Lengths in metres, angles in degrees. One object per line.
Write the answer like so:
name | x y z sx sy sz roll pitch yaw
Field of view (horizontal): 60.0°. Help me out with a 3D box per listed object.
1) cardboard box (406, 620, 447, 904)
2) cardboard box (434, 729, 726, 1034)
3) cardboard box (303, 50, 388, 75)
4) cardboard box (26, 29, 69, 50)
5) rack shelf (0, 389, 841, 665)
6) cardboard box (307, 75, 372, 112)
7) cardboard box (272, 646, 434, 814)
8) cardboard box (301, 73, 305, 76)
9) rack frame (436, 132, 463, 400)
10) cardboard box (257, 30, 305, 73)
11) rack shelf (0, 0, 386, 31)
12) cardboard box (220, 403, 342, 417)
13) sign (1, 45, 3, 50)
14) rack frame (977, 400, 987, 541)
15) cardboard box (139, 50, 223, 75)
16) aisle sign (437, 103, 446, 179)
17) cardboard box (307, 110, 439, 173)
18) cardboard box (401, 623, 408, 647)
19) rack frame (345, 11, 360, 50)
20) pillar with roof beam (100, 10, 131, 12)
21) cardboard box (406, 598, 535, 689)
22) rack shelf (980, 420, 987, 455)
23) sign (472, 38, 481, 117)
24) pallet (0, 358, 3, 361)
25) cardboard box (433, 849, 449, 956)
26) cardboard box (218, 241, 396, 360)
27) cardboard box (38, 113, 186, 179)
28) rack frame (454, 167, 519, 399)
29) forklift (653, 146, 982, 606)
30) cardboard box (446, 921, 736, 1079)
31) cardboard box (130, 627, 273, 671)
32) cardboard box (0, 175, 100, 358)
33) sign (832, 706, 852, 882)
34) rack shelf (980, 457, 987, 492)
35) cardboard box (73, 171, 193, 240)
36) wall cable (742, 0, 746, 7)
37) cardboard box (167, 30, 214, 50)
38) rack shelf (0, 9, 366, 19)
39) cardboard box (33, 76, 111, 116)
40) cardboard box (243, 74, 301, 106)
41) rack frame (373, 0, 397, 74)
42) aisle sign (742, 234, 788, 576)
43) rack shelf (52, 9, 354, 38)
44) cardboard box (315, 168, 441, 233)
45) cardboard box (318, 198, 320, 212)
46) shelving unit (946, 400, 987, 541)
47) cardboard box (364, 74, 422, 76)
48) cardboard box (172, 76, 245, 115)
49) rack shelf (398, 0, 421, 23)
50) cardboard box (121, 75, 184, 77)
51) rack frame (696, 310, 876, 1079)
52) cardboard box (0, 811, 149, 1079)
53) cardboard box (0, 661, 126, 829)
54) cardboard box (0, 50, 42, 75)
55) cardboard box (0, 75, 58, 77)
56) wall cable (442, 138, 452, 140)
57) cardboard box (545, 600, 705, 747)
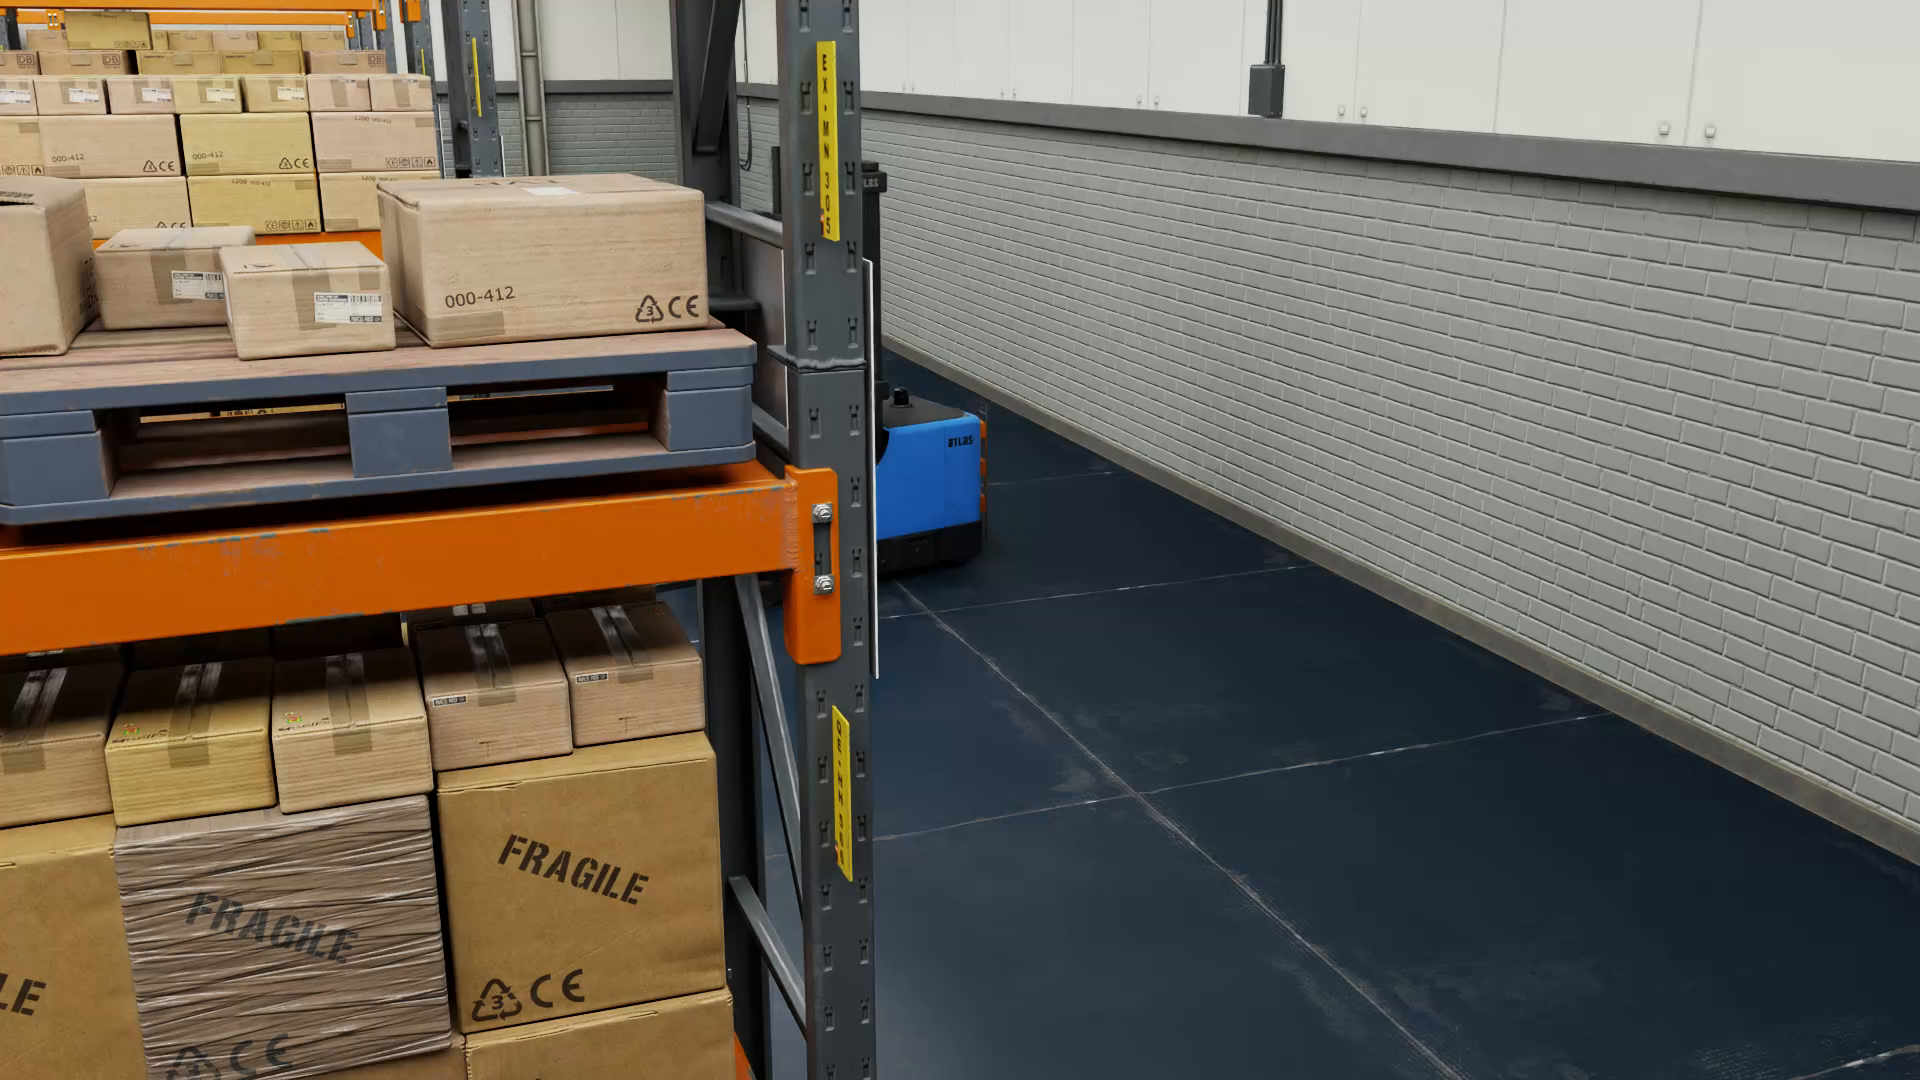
cardboard box | -0.956 0.453 3.781 0.500 0.500 0.500 -7 18 -21
cardboard box | -0.771 0.590 3.312 0.500 0.500 0.500 -6 17 -18
cardboard box | -4.418 -3.271 11.988 0.500 0.500 0.700 -7 18 -23
cardboard box | -10.788 -5.830 19.852 0.500 0.500 0.700 -6 17 -20
rack shelf | -2.273 0.114 2.838 4.000 0.370 1.077 -6 17 -20
cardboard box | -2.734 -1.968 7.325 0.250 0.149 0.380 -6 17 -19
cardboard box | -1.109 0.337 3.024 0.250 0.149 0.380 -6 18 -21
cardboard box | -8.348 -5.645 20.553 0.500 0.250 0.500 -6 17 -20
rack frame | -3.952 -1.601 12.725 0.127 3.000 1.000 -6 17 -20
cardboard box | -8.464 -6.090 20.737 0.500 0.500 0.700 -6 17 -20
rack shelf | -7.592 -5.043 15.788 4.000 0.370 1.077 -6 17 -20
cardboard box | -3.083 -0.793 7.495 0.500 0.500 0.500 -7 18 -22
sign | -11.026 -5.535 19.181 0.005 0.325 0.100 -6 17 -20
rack frame | 0.164 -0.521 12.511 0.008 1.050 0.200 -6 17 -20
cardboard box | -5.452 -3.181 11.682 0.500 0.500 0.700 -7 18 -24
aisle sign | -3.777 -2.776 12.114 0.004 0.787 0.394 -6 17 -20
cardboard box | -2.610 -1.779 7.388 0.500 0.250 0.500 -7 18 -22
cardboard box | -2.882 0.559 8.629 0.250 0.149 0.380 -7 18 -23
rack frame | -9.269 -8.389 25.193 0.127 3.000 1.000 -6 17 -20
pillar with roof beam | -11.120 -7.151 20.978 0.400 9.000 9.100 -6 17 -20
cardboard box | -1.056 0.176 3.572 0.250 0.149 0.380 -6 17 -19
rack shelf | 0.050 -0.771 12.392 0.240 0.259 0.215 -6 17 -20
sign | -2.091 -2.001 7.195 0.005 0.325 0.100 -6 17 -20
pallet | -2.236 -0.188 2.749 1.213 0.211 1.003 -6 17 -20
cardboard box | -0.957 0.932 3.924 0.500 0.500 0.500 -6 18 -21
cardboard box | -1.157 -0.429 2.935 0.250 0.149 0.380 -8 18 -24
cardboard box | -3.567 -1.676 7.038 0.500 0.250 0.500 -6 17 -19
rack frame | -2.271 -0.285 8.246 0.127 3.000 1.000 -6 17 -20
forklift | -1.342 -1.133 11.254 3.031 2.935 1.130 -11 20 -33
cardboard box | -0.761 1.077 3.429 0.500 0.500 0.500 -6 17 -20
cardboard box | -1.579 0.203 3.479 0.250 0.149 0.380 -7 18 -22
cardboard box | -1.821 -0.501 2.893 0.500 0.311 0.500 -6 17 -19
sign | -0.225 0.482 3.158 0.005 0.325 0.100 -6 17 -20
rack shelf | 0.050 -0.499 12.472 0.240 0.259 0.215 -6 17 -20
cardboard box | -3.543 -1.437 7.111 0.500 0.250 0.500 -5 17 -18
wall cable | -2.892 -9.086 24.117 0.112 2.526 3.097 -6 17 -20
cardboard box | -9.393 -5.986 20.382 0.500 0.500 0.700 -6 17 -20
rack shelf | -9.361 -6.537 20.172 4.000 0.370 1.077 -6 17 -20
cardboard box | -3.684 -1.852 6.929 0.250 0.149 0.380 -6 17 -19
cardboard box | -3.179 -2.082 7.712 0.250 0.149 0.380 -6 17 -20
rack frame | -5.724 -5.782 16.317 0.127 3.000 1.000 -6 17 -20
aisle sign | -0.442 -0.324 3.764 0.004 0.787 0.394 -6 17 -20
rack shelf | -11.137 -7.650 24.664 4.000 0.370 1.077 -6 17 -20
cardboard box | -2.601 -1.537 7.451 0.500 0.250 0.500 -7 18 -21
cardboard box | -8.297 -4.085 21.009 0.500 0.500 0.500 -6 17 -20
shelving unit | 0.050 -0.509 12.469 0.252 1.050 0.215 -6 17 -20
cardboard box | -2.655 -2.111 7.811 0.250 0.149 0.380 -6 18 -21
cardboard box | -3.189 -1.893 7.067 0.250 0.149 0.380 -6 17 -19
rack shelf | -5.819 -3.740 11.351 4.000 0.370 1.077 -6 17 -20
cardboard box | -3.609 -2.004 7.446 0.250 0.149 0.380 -6 17 -18
rack frame | -0.406 1.007 3.846 0.127 3.000 1.000 -6 17 -20
cardboard box | -1.711 0.700 2.939 0.500 0.500 0.500 -6 17 -20
cardboard box | -1.628 0.359 2.948 0.250 0.149 0.380 -6 18 -21
cardboard box | -6.474 -3.082 11.345 0.500 0.500 0.700 -5 17 -17
cardboard box | -4.116 -1.962 7.304 0.250 0.149 0.380 -6 17 -18
wall cable | -8.412 -6.376 27.183 1.851 1.984 0.084 -6 17 -20
cardboard box | -0.669 0.257 3.297 0.250 0.149 0.380 -6 17 -19
